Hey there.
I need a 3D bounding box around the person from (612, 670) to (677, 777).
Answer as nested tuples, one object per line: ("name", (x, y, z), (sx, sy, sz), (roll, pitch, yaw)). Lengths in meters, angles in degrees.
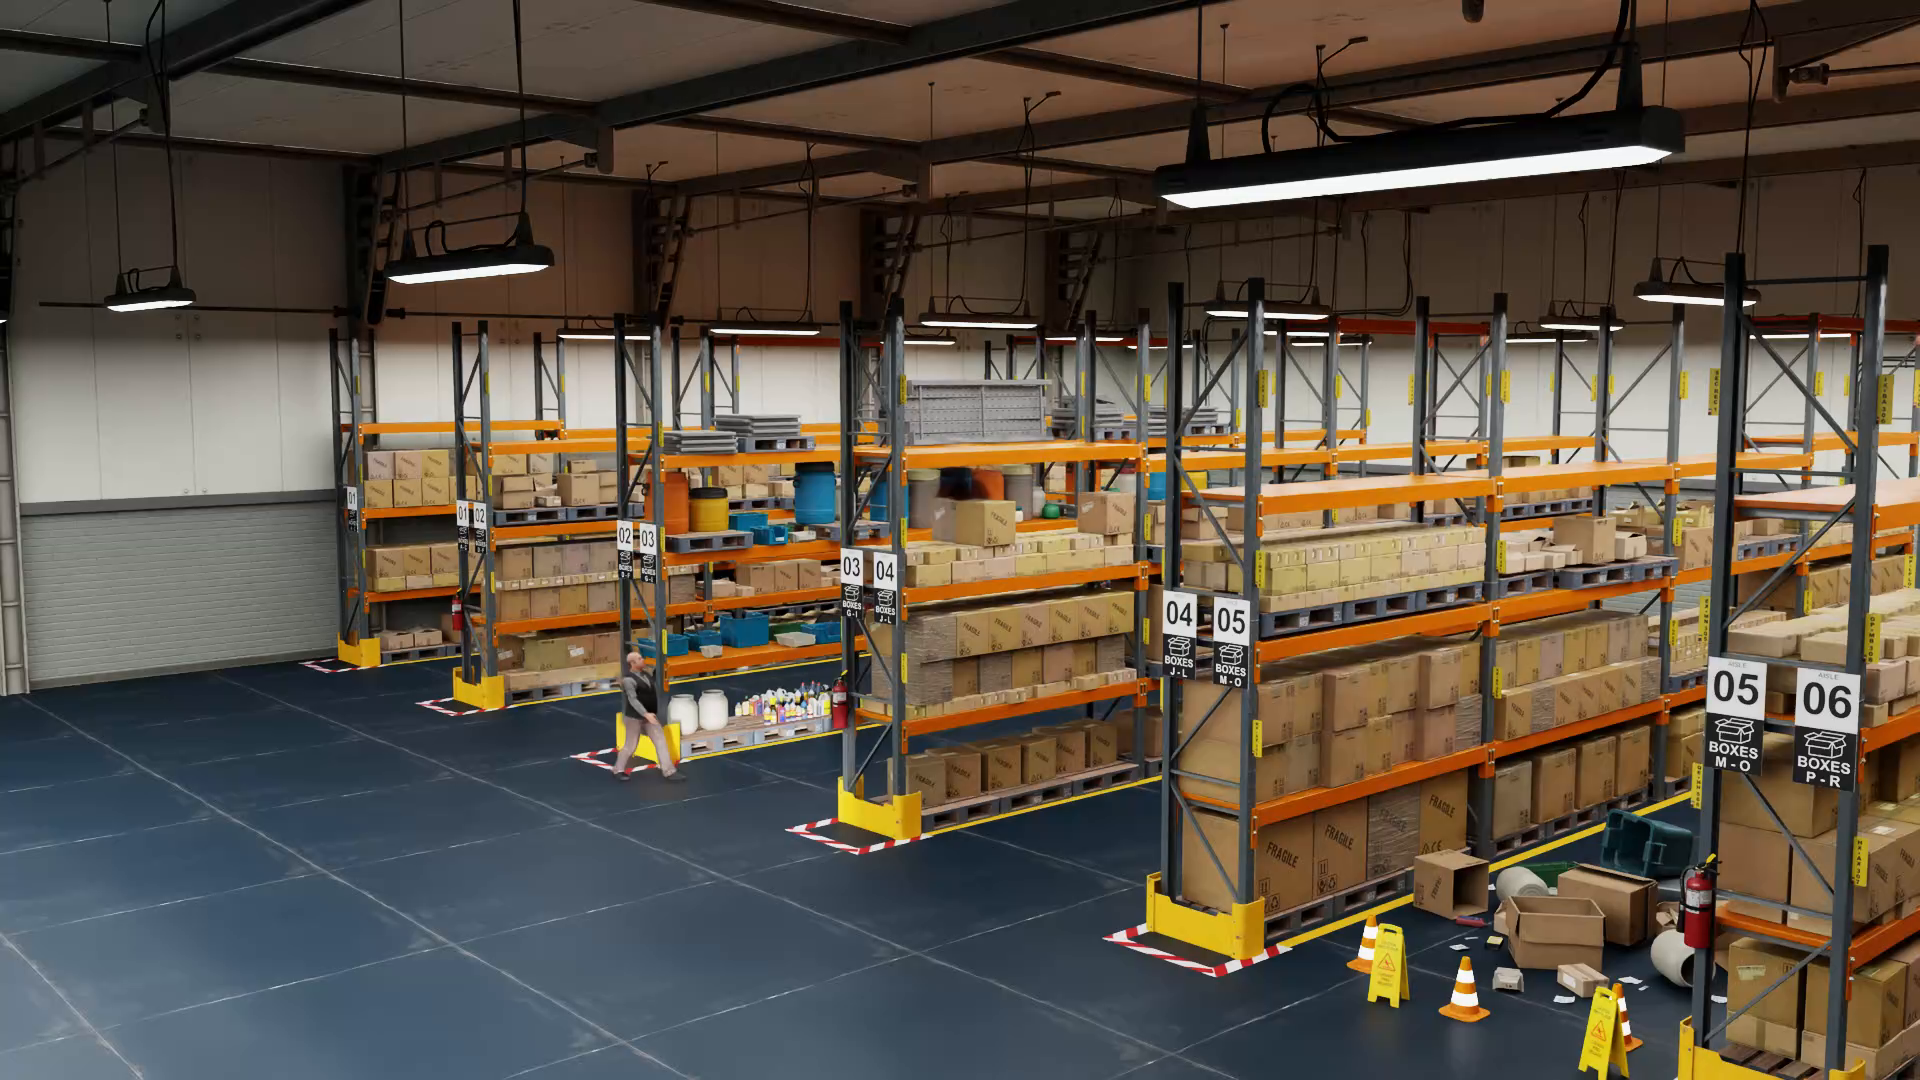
("person", (-4.040, 2.332, 21.107), (0.861, 1.363, 0.444), (3, 6, 28))
